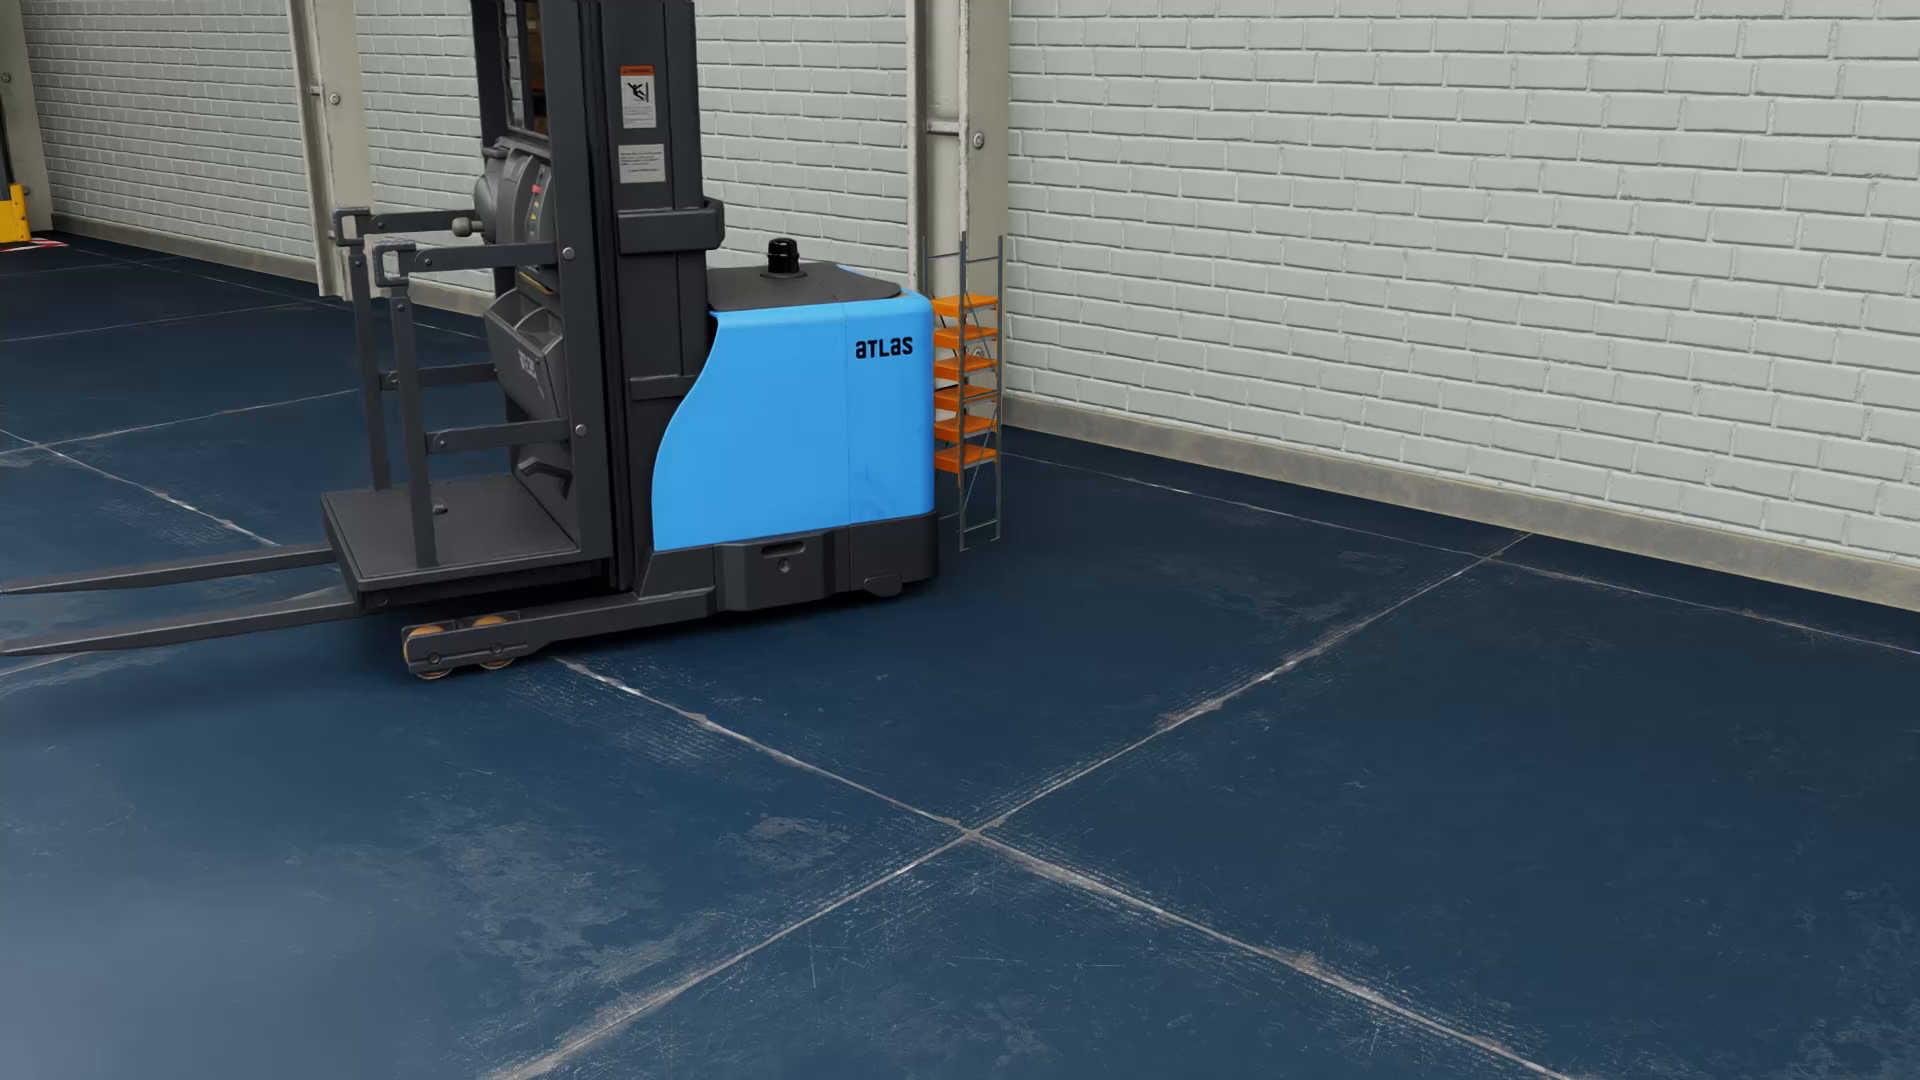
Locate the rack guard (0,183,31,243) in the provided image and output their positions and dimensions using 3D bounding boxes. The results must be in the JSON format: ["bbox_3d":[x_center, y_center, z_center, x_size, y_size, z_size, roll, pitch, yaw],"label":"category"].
[{"bbox_3d":[-9.047,-2.902,14.931,0.348,0.500,1.175,15,23,39],"label":"rack guard"}]

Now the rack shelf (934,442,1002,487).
[{"bbox_3d":[0.011,-0.298,6.507,0.180,0.103,0.258,15,23,39],"label":"rack shelf"}]

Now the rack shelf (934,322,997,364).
[{"bbox_3d":[0.011,-0.755,6.362,0.180,0.103,0.258,15,23,39],"label":"rack shelf"}]

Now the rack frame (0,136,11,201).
[{"bbox_3d":[-9.065,-4.099,14.568,0.127,3.000,1.000,15,23,39],"label":"rack frame"}]

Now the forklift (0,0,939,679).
[{"bbox_3d":[-1.632,-1.141,5.360,3.031,2.935,1.130,-8,19,-25],"label":"forklift"}]

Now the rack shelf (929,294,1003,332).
[{"bbox_3d":[0.011,-0.870,6.326,0.180,0.103,0.258,15,23,39],"label":"rack shelf"}]

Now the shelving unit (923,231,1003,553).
[{"bbox_3d":[0.011,-0.569,6.421,0.189,1.200,0.258,15,23,39],"label":"shelving unit"}]

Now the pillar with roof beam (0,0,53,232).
[{"bbox_3d":[-11.845,-6.328,11.674,0.400,9.000,9.100,15,23,39],"label":"pillar with roof beam"}]

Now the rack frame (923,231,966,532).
[{"bbox_3d":[-0.058,-0.587,6.479,0.006,1.200,0.240,15,23,39],"label":"rack frame"}]

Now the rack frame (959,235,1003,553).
[{"bbox_3d":[0.079,-0.551,6.363,0.006,1.200,0.240,15,23,39],"label":"rack frame"}]

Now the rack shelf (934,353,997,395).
[{"bbox_3d":[0.011,-0.641,6.398,0.180,0.103,0.258,15,23,39],"label":"rack shelf"}]

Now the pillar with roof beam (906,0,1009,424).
[{"bbox_3d":[-2.870,-3.918,4.082,0.400,9.000,9.100,15,23,39],"label":"pillar with roof beam"}]

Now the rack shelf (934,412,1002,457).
[{"bbox_3d":[0.011,-0.412,6.471,0.180,0.103,0.258,15,23,39],"label":"rack shelf"}]

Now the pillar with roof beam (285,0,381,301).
[{"bbox_3d":[-7.358,-5.123,7.878,0.400,9.000,9.100,15,23,39],"label":"pillar with roof beam"}]

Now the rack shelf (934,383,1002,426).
[{"bbox_3d":[0.011,-0.527,6.434,0.180,0.103,0.258,15,23,39],"label":"rack shelf"}]
